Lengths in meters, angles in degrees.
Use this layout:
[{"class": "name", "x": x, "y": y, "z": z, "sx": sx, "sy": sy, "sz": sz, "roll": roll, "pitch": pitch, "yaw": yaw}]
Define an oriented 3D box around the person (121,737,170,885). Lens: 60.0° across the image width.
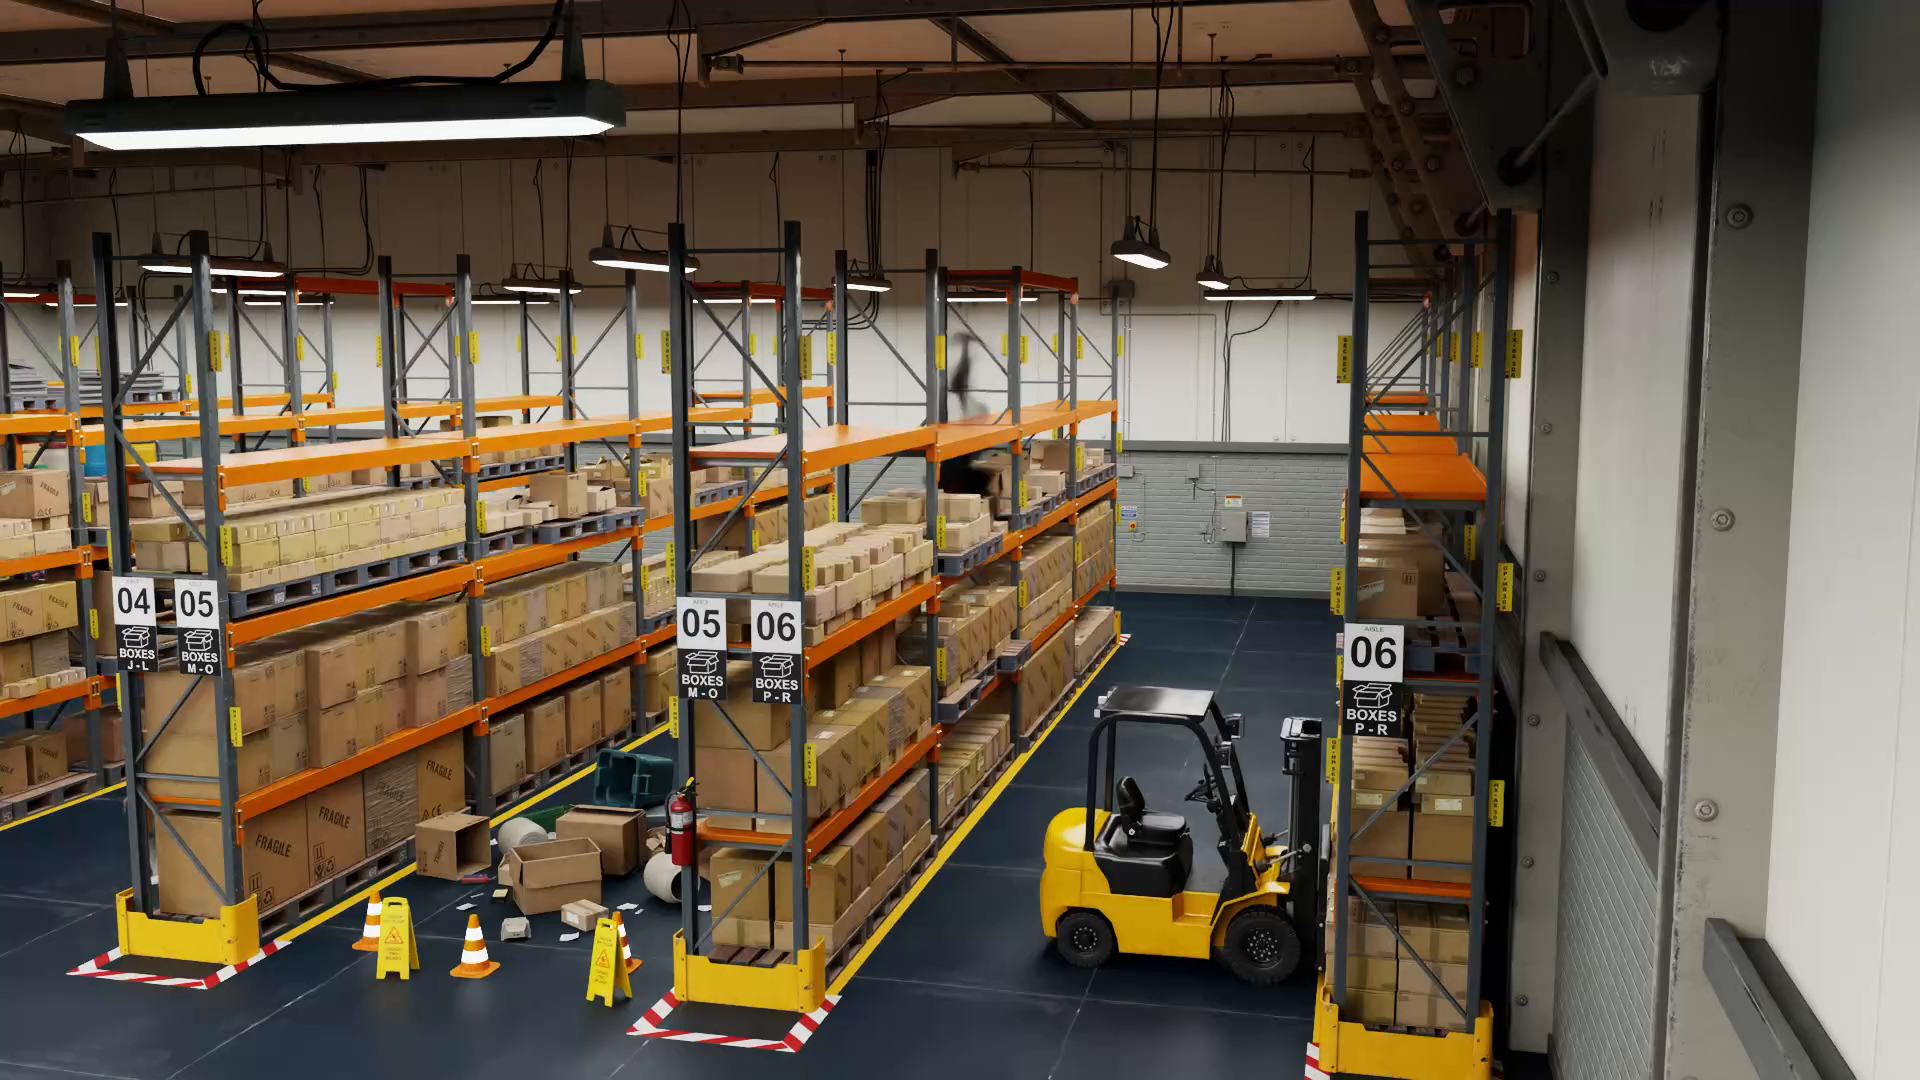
[{"class": "person", "x": -7.592, "y": 2.506, "z": 15.902, "sx": 0.567, "sy": 1.518, "sz": 0.964, "roll": 2, "pitch": 7, "yaw": 18}]
